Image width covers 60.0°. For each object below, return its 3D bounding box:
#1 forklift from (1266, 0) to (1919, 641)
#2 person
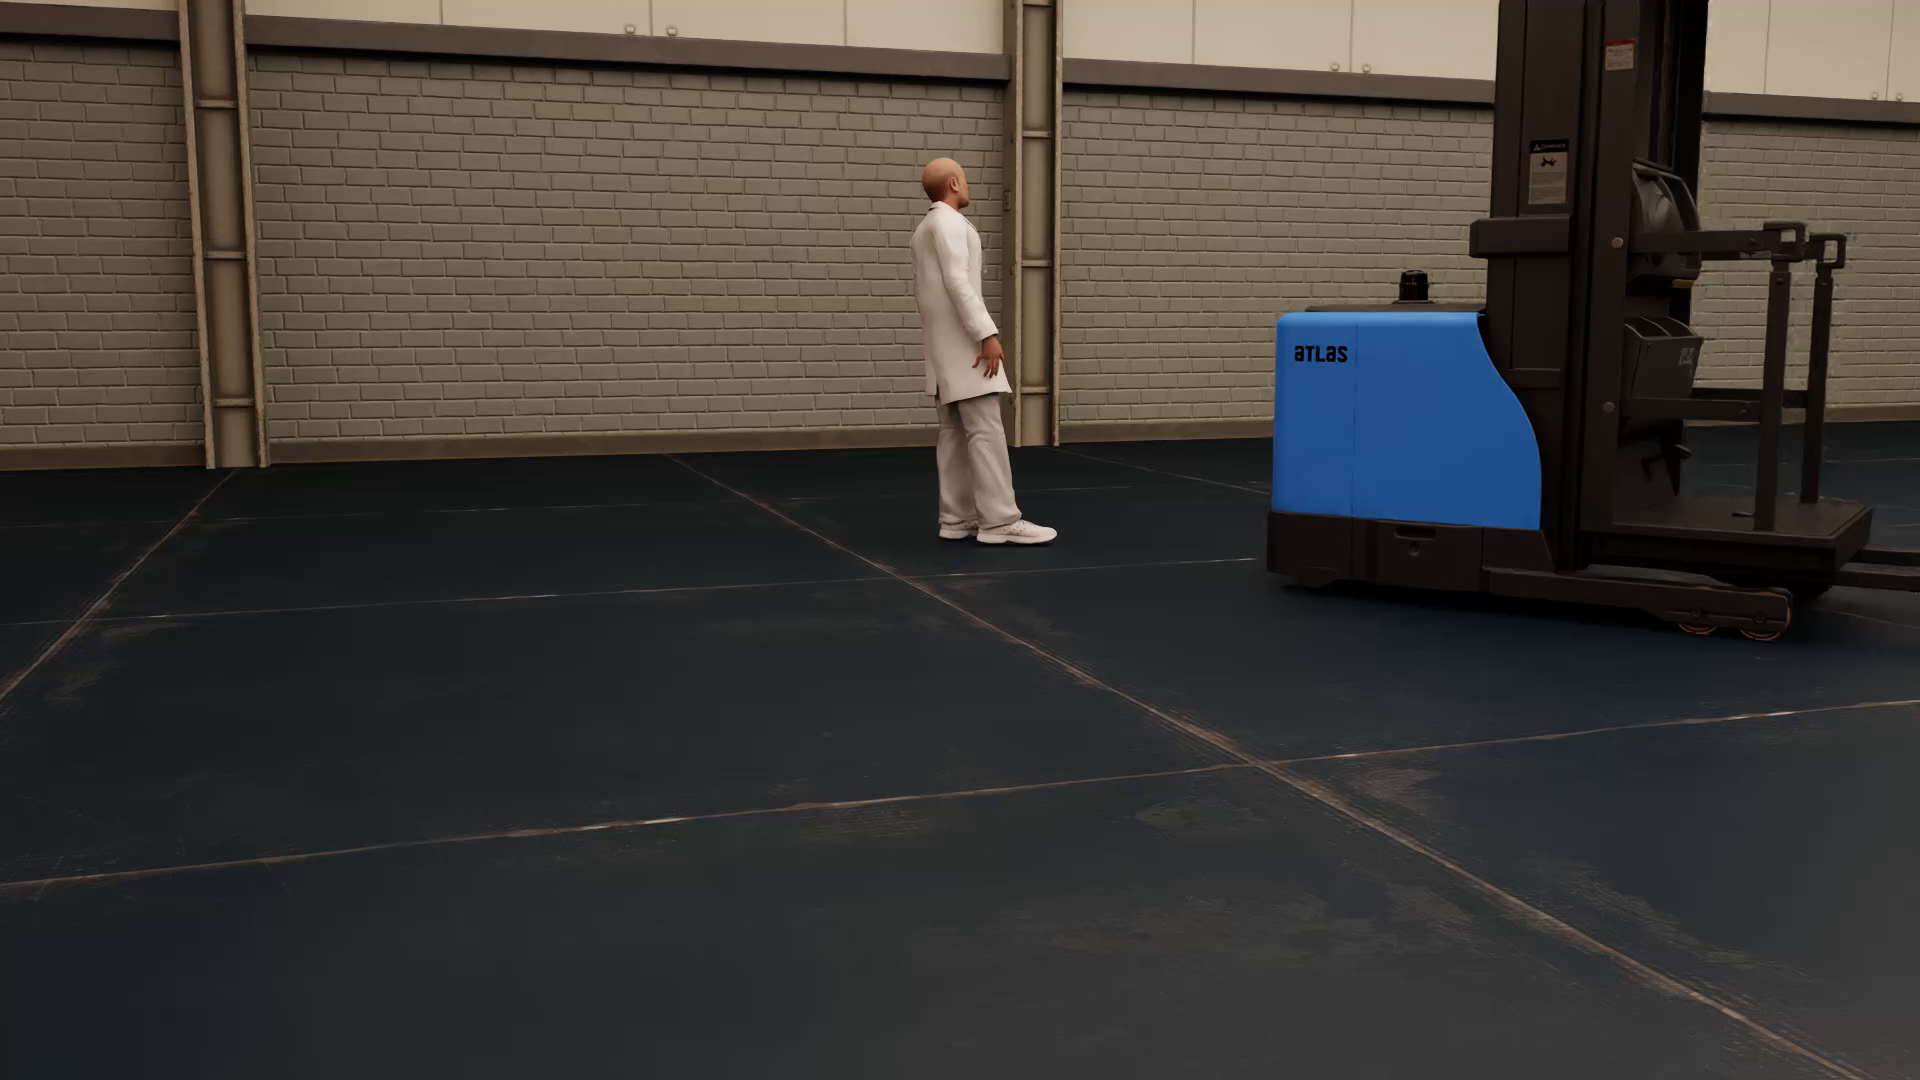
[{"bbox_3d":[2.703,-1.200,5.868,3.031,2.935,1.130,5,9,34],"label":"forklift"},{"bbox_3d":[0.087,-0.891,7.827,0.581,1.775,0.694,-3,8,-18],"label":"person"}]
